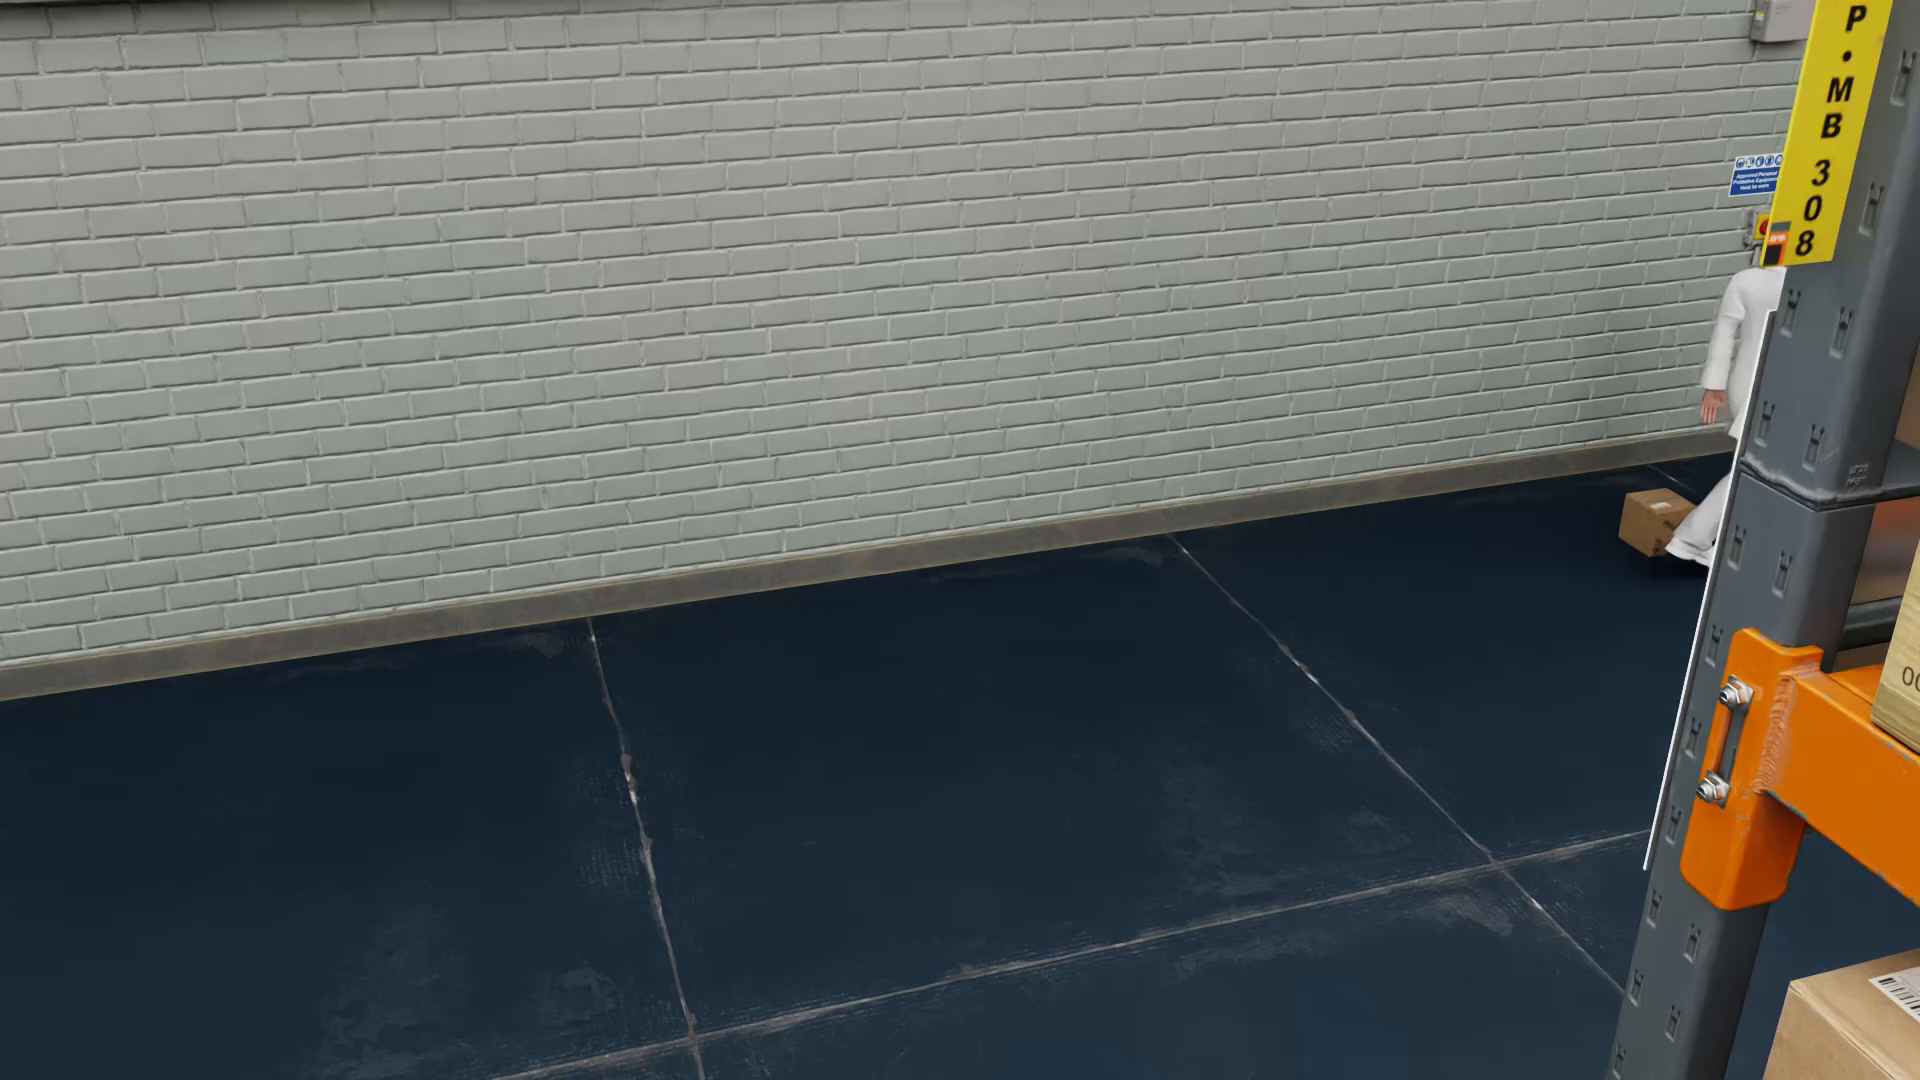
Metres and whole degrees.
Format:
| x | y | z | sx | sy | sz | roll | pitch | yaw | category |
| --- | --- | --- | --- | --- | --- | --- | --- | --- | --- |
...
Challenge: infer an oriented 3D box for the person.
| x | y | z | sx | sy | sz | roll | pitch | yaw | category |
| --- | --- | --- | --- | --- | --- | --- | --- | --- | --- |
| 3.951 | -0.711 | 8.088 | 1.102 | 1.732 | 0.568 | -11 | 28 | -21 | person |
